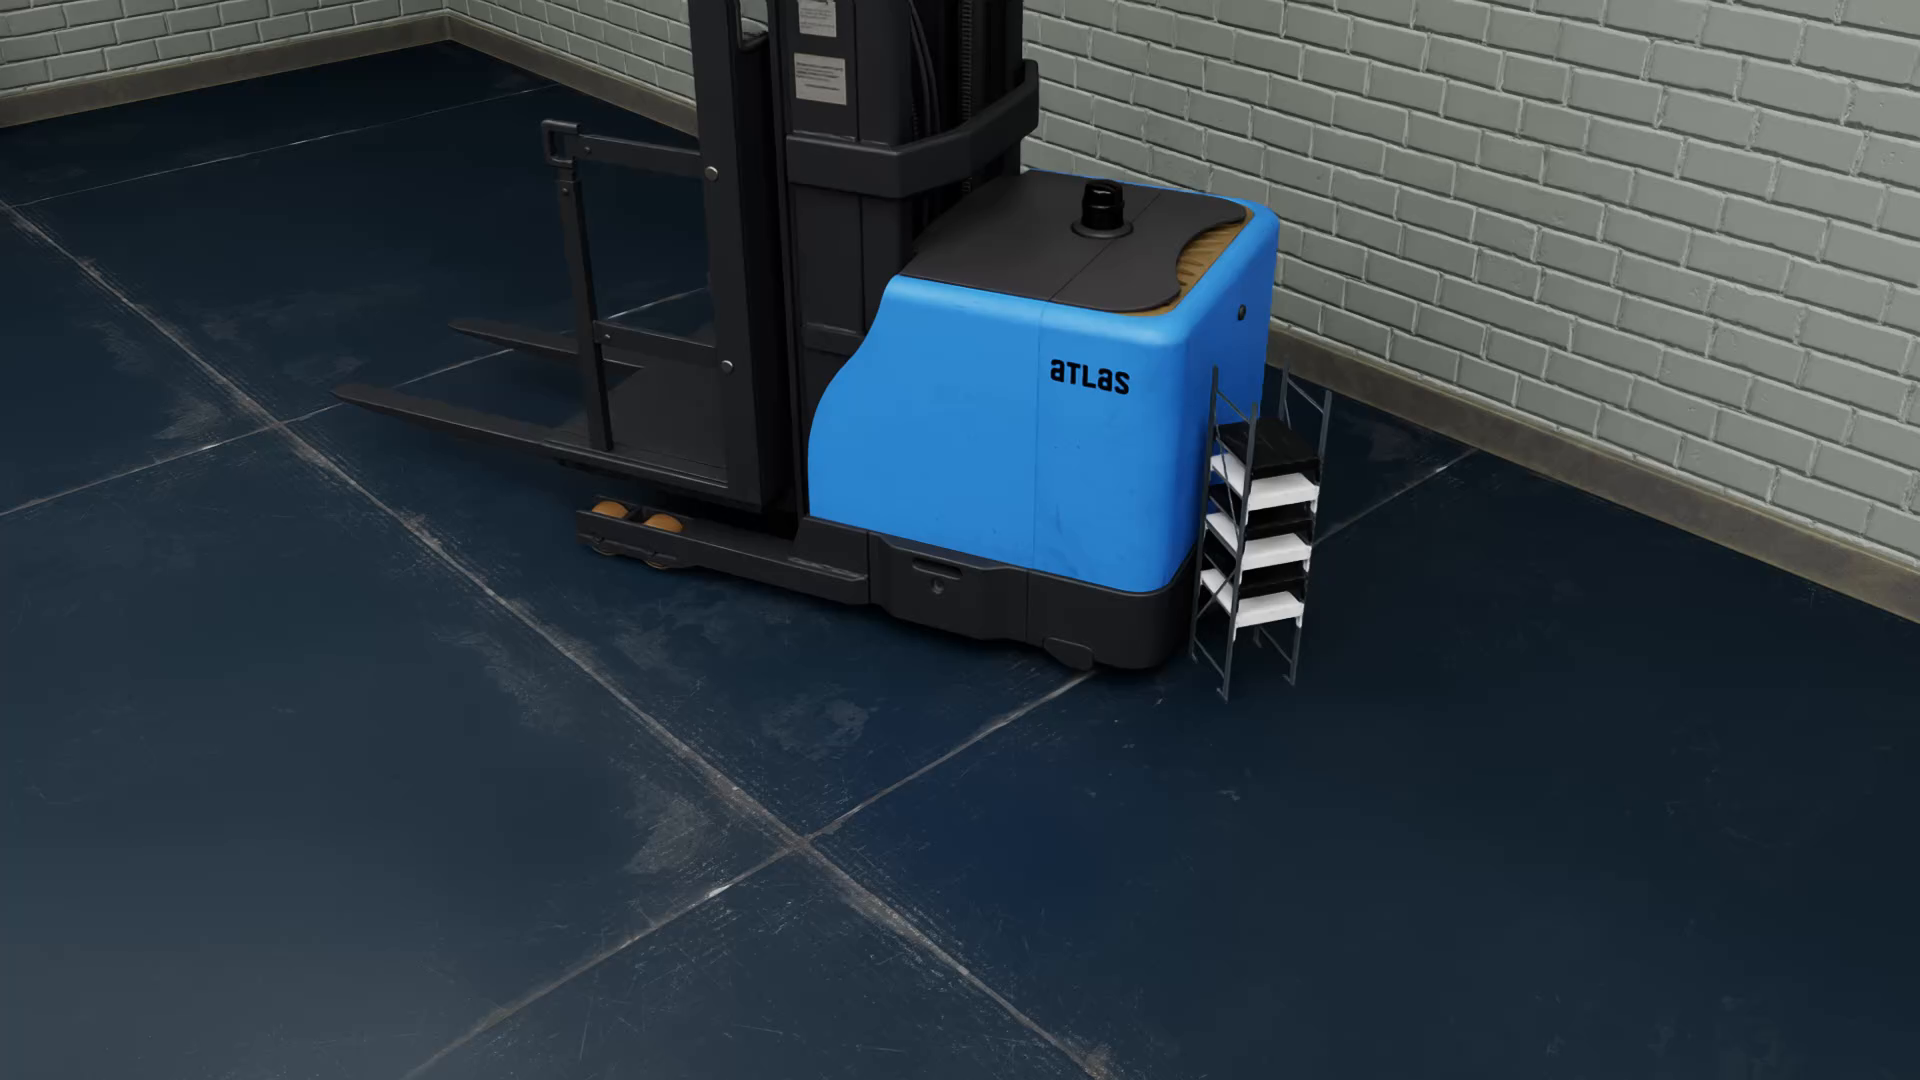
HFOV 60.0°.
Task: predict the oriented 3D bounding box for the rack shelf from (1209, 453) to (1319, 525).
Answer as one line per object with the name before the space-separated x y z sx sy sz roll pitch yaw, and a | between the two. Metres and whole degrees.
rack shelf | 0.786 -0.148 4.348 0.200 0.077 0.258 -10 33 -15

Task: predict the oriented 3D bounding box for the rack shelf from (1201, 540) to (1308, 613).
rack shelf | 0.786 0.082 4.489 0.200 0.077 0.258 -10 33 -15

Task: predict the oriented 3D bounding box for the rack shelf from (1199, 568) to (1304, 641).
rack shelf | 0.786 0.159 4.536 0.200 0.077 0.258 -10 33 -15

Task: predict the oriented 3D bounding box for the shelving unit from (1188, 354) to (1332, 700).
shelving unit | 0.786 -0.023 4.425 0.210 0.900 0.258 -10 33 -15

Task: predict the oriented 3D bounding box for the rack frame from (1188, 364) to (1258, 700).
rack frame | 0.690 -0.006 4.398 0.006 0.900 0.240 -10 33 -15

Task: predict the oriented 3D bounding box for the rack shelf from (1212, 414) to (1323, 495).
rack shelf | 0.786 -0.225 4.301 0.200 0.077 0.258 -10 33 -15

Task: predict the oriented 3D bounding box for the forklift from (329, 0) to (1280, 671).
forklift | -0.630 -1.395 4.722 3.031 2.935 1.130 13 34 21

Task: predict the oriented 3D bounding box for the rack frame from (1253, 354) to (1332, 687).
rack frame | 0.883 -0.039 4.452 0.006 0.900 0.240 -10 33 -15

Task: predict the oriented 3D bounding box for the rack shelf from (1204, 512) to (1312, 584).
rack shelf | 0.786 0.006 4.442 0.200 0.077 0.258 -10 33 -15

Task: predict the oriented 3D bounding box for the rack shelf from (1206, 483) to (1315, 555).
rack shelf | 0.786 -0.071 4.395 0.200 0.077 0.258 -10 33 -15
